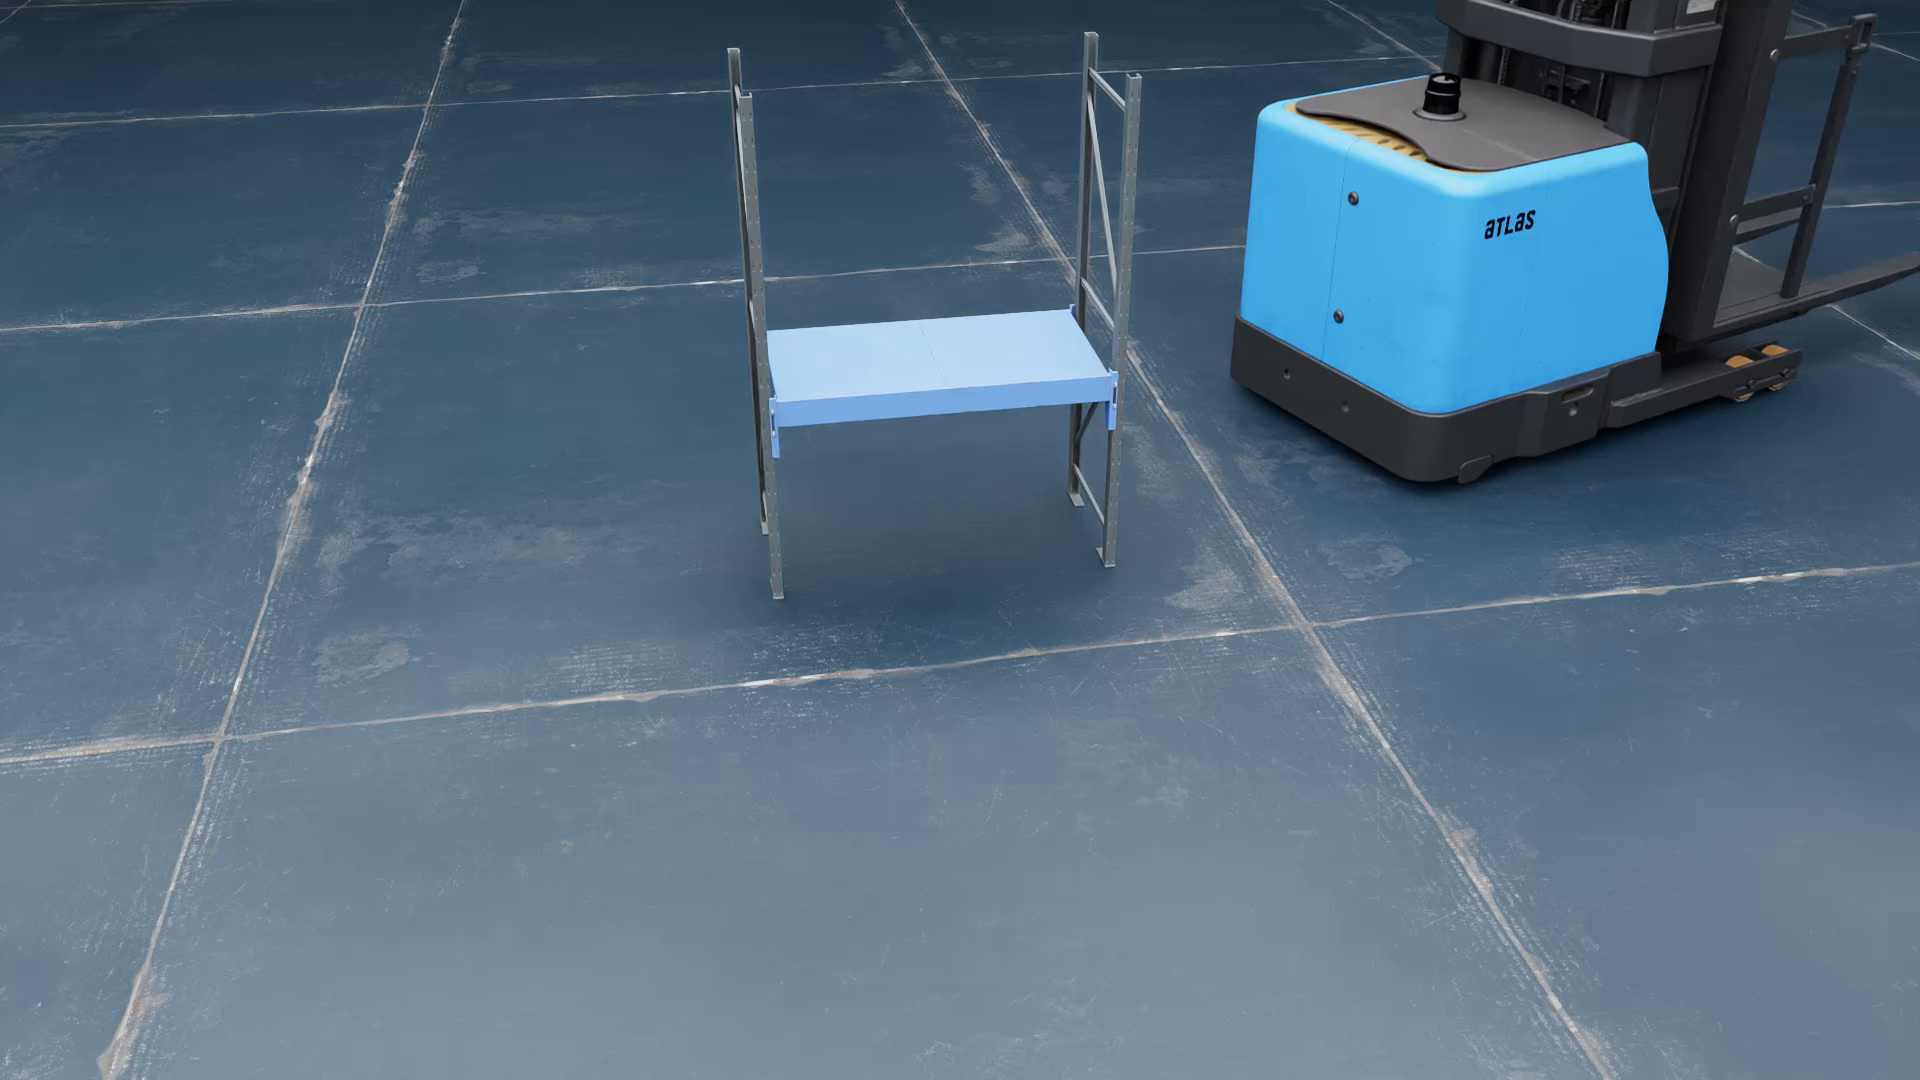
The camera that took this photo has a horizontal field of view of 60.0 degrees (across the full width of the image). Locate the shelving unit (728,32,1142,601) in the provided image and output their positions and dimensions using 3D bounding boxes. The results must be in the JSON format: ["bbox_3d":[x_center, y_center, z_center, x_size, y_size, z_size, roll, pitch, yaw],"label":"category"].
[{"bbox_3d":[-0.084,-0.639,4.857,1.048,1.500,0.538,-5,31,-9],"label":"shelving unit"}]

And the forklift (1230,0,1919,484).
[{"bbox_3d":[2.533,-1.985,5.735,3.031,2.935,1.130,-16,34,-26],"label":"forklift"}]

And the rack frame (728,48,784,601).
[{"bbox_3d":[-0.584,-0.592,4.778,0.032,1.500,0.500,-5,31,-9],"label":"rack frame"}]

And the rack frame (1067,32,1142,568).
[{"bbox_3d":[0.416,-0.685,4.936,0.032,1.500,0.500,-5,31,-9],"label":"rack frame"}]

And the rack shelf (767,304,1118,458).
[{"bbox_3d":[-0.084,-0.484,4.948,1.000,0.185,0.538,-5,31,-9],"label":"rack shelf"}]
